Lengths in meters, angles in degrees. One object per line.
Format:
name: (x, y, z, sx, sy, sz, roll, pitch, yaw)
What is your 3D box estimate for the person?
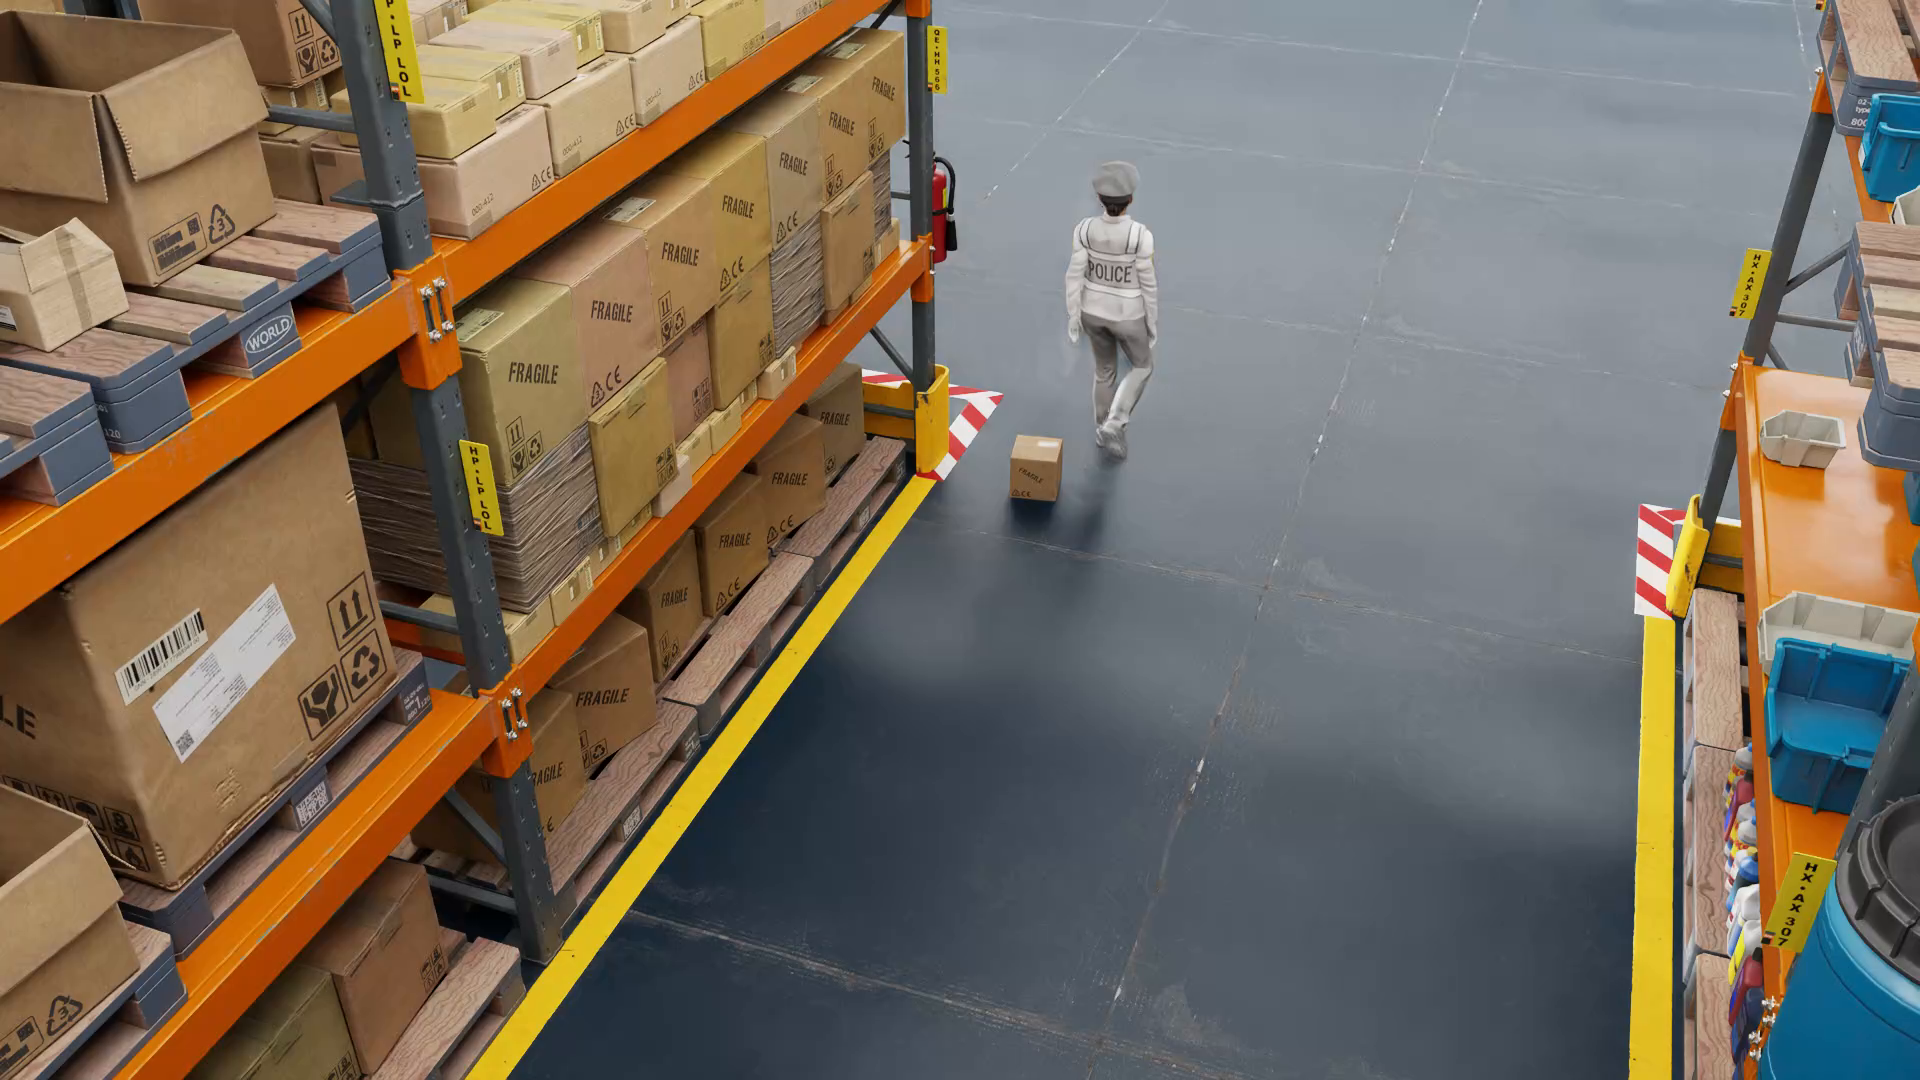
person: (0.817, -1.212, 8.913, 0.501, 1.669, 0.553, 14, 36, 20)
